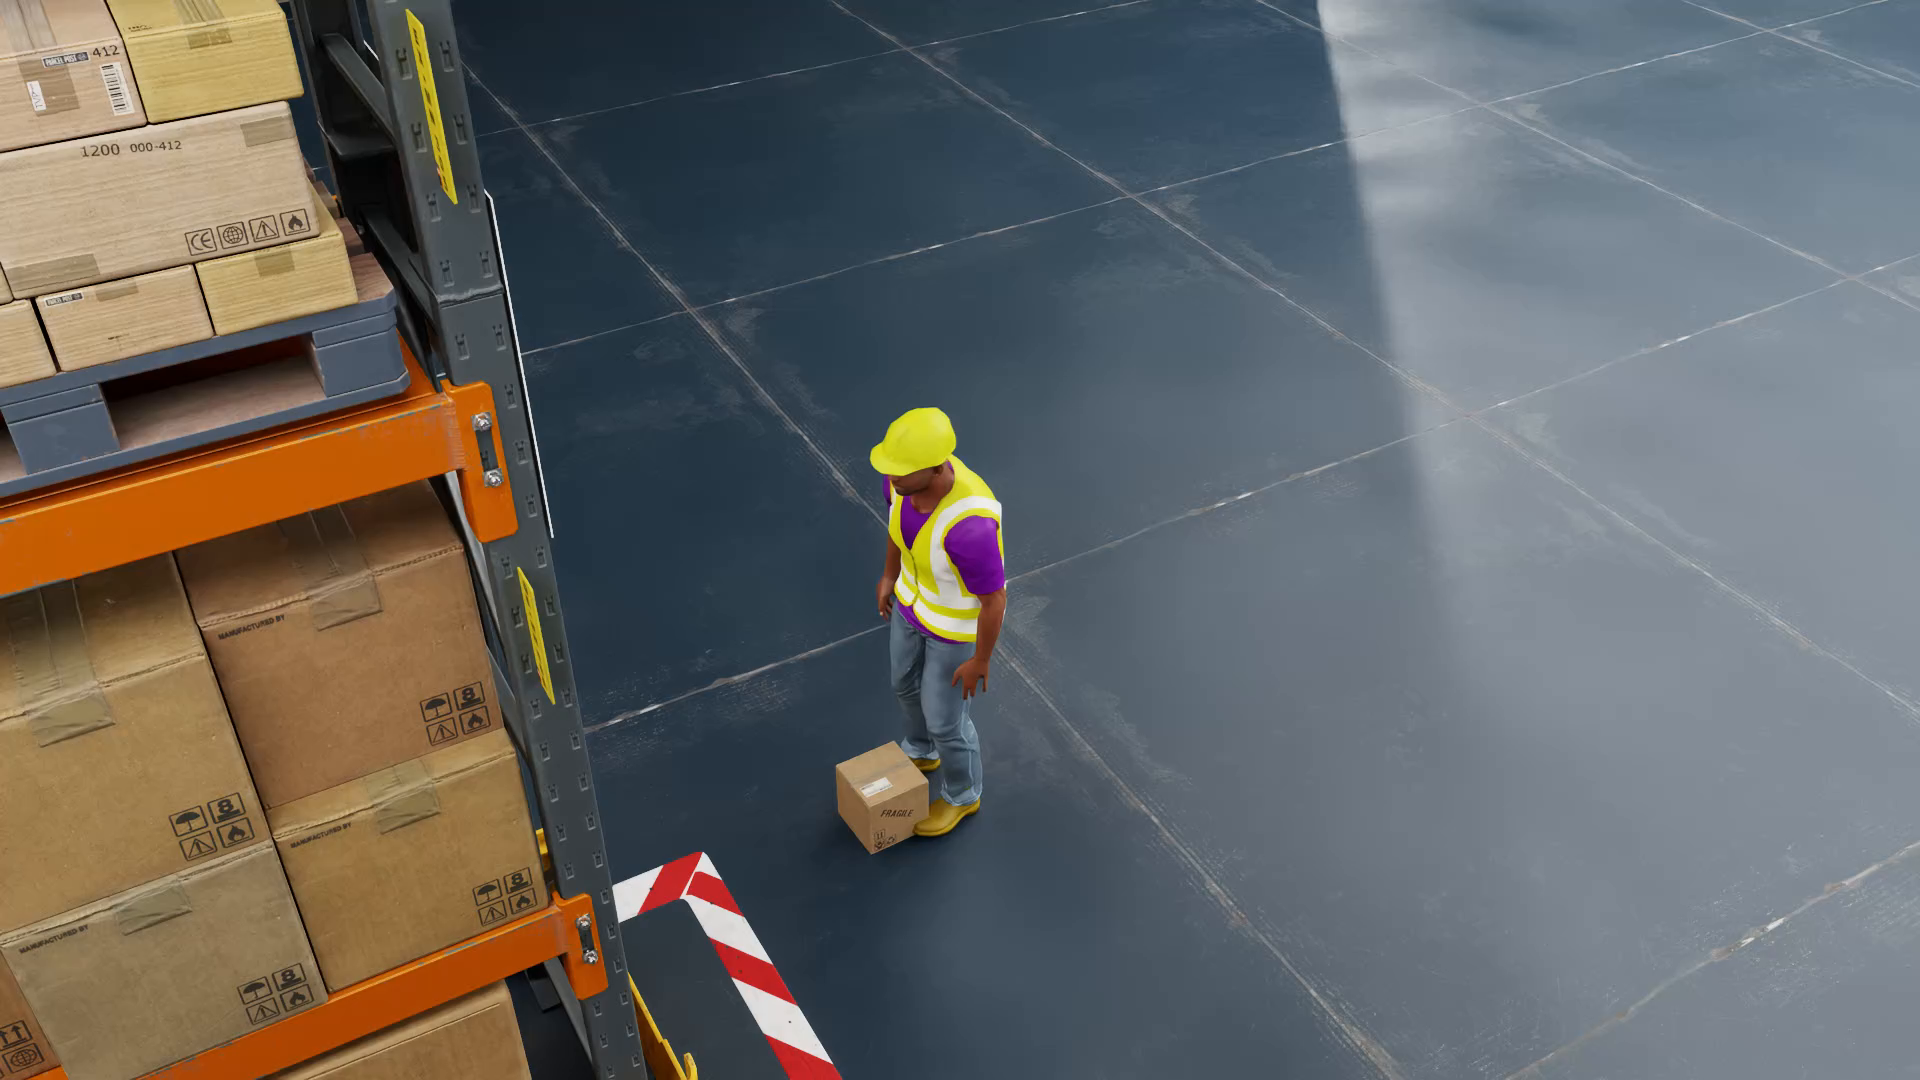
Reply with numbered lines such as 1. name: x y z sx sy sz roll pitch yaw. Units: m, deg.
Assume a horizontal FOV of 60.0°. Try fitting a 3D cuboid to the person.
1. person: -0.091 0.270 5.771 0.460 1.759 0.629 -21 42 -26
